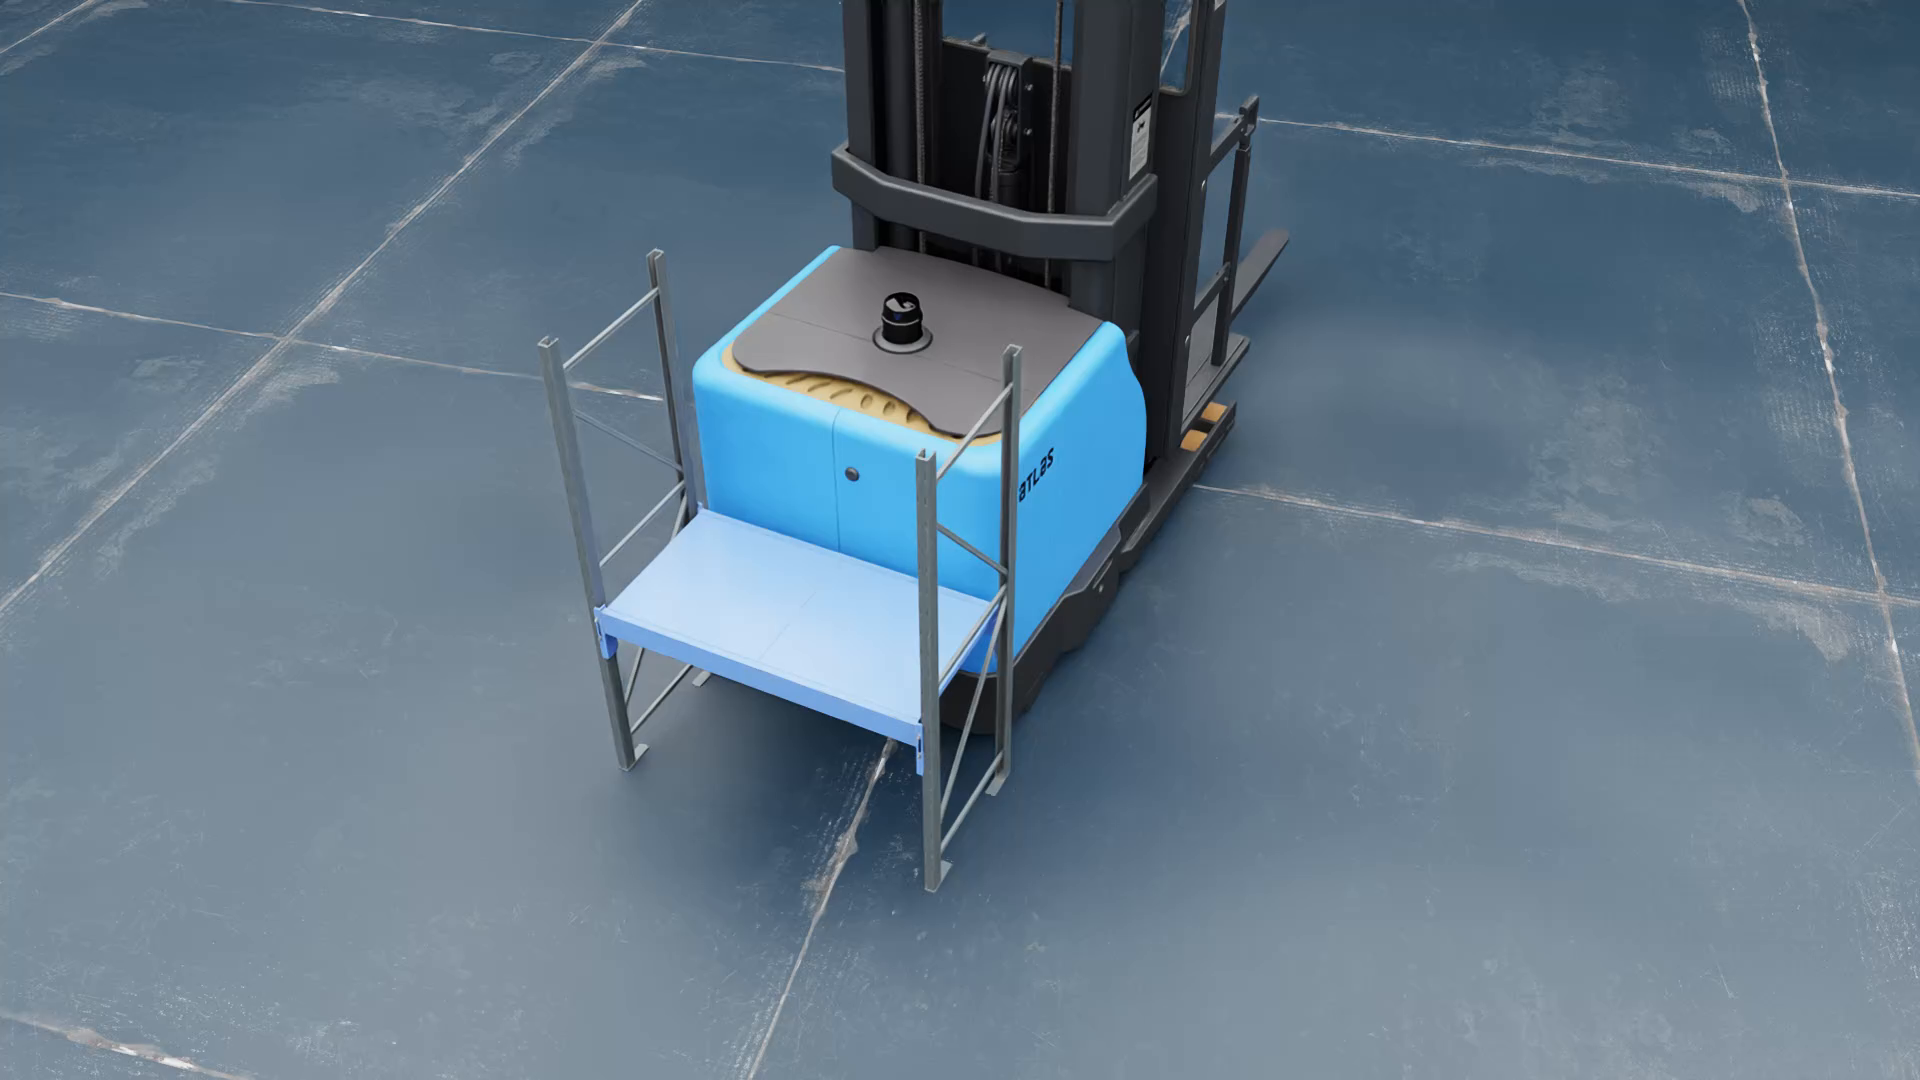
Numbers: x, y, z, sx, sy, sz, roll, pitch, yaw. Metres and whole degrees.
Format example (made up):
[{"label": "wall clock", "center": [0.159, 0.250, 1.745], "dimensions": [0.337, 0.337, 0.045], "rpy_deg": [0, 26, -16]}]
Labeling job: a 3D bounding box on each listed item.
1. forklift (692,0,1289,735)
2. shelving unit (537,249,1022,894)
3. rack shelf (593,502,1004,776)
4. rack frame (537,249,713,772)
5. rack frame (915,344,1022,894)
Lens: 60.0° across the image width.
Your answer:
[{"label": "forklift", "center": [0.364, -1.481, 5.234], "dimensions": [1.130, 2.935, 3.031], "rpy_deg": [19, 44, 21]}, {"label": "shelving unit", "center": [-0.431, 0.110, 4.452], "dimensions": [1.048, 1.500, 0.538], "rpy_deg": [17, 43, 20]}, {"label": "rack shelf", "center": [-0.431, 0.248, 4.568], "dimensions": [1.000, 0.185, 0.538], "rpy_deg": [17, 43, 20]}, {"label": "rack frame", "center": [-0.888, -0.034, 4.624], "dimensions": [0.032, 1.500, 0.500], "rpy_deg": [17, 43, 20]}, {"label": "rack frame", "center": [0.025, 0.254, 4.281], "dimensions": [0.032, 1.500, 0.500], "rpy_deg": [17, 43, 20]}]
